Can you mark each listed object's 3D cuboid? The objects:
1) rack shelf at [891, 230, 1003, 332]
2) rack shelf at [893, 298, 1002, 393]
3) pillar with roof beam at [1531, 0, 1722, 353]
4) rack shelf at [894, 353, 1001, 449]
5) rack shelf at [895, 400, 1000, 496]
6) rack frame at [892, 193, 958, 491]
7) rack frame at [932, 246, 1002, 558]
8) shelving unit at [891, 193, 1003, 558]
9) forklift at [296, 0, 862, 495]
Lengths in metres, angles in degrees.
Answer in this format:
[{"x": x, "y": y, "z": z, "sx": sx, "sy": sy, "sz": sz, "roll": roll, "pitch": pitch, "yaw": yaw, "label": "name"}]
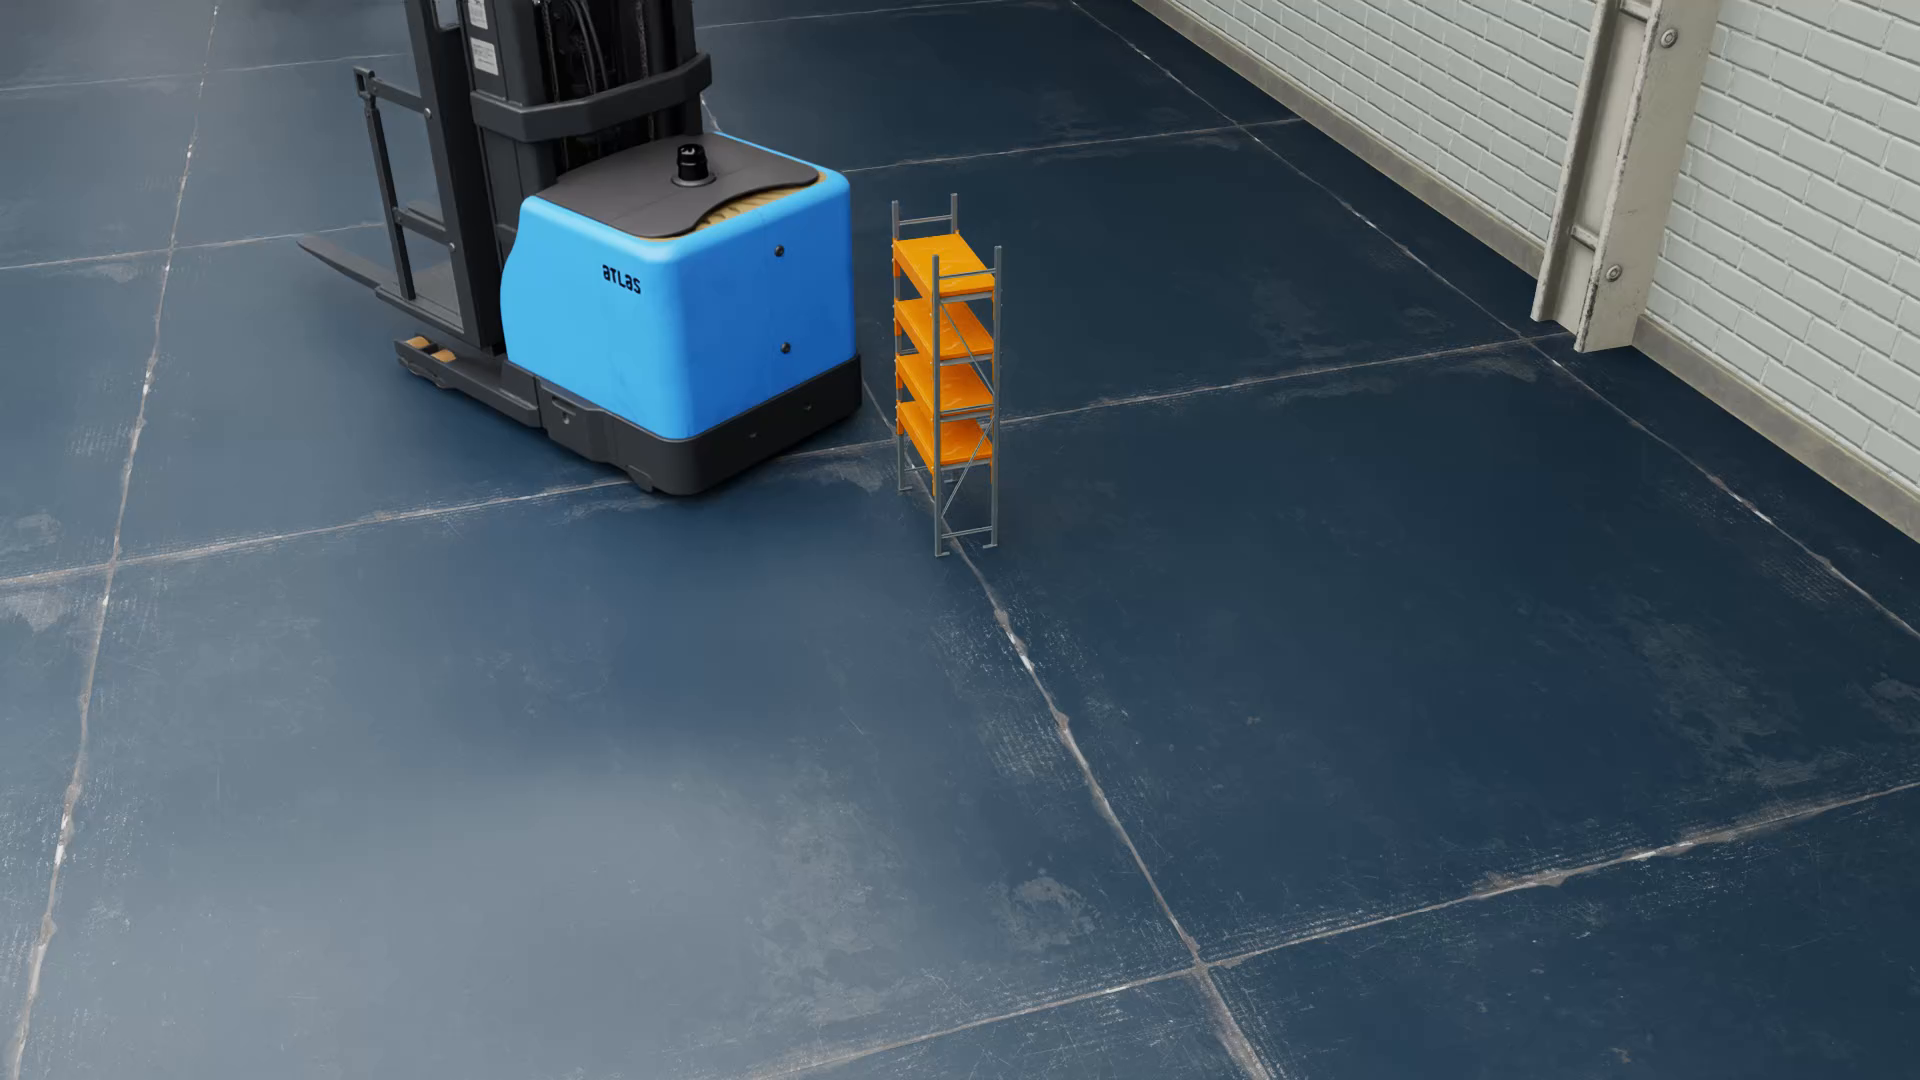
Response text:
[{"x": -0.051, "y": -0.915, "z": 5.834, "sx": 0.258, "sy": 0.148, "sz": 0.480, "roll": -10, "pitch": 35, "yaw": -15, "label": "rack shelf"}, {"x": -0.051, "y": -0.718, "z": 5.964, "sx": 0.258, "sy": 0.148, "sz": 0.480, "roll": -10, "pitch": 35, "yaw": -15, "label": "rack shelf"}, {"x": -1.205, "y": -4.007, "z": 4.152, "sx": 9.100, "sy": 9.000, "sz": 0.400, "roll": -10, "pitch": 35, "yaw": -15, "label": "pillar with roof beam"}, {"x": -0.051, "y": -0.531, "z": 6.088, "sx": 0.258, "sy": 0.148, "sz": 0.480, "roll": -10, "pitch": 35, "yaw": -15, "label": "rack shelf"}, {"x": -0.051, "y": -0.366, "z": 6.197, "sx": 0.258, "sy": 0.148, "sz": 0.480, "roll": -10, "pitch": 35, "yaw": -15, "label": "rack shelf"}, {"x": -0.125, "y": -0.716, "z": 6.245, "sx": 0.240, "sy": 1.200, "sz": 0.015, "roll": -10, "pitch": 35, "yaw": -15, "label": "rack frame"}, {"x": 0.024, "y": -0.459, "z": 5.857, "sx": 0.240, "sy": 1.200, "sz": 0.015, "roll": -10, "pitch": 35, "yaw": -15, "label": "rack frame"}, {"x": -0.051, "y": -0.587, "z": 6.051, "sx": 0.258, "sy": 1.200, "sz": 0.503, "roll": -10, "pitch": 35, "yaw": -15, "label": "shelving unit"}, {"x": -1.852, "y": -2.076, "z": 6.733, "sx": 3.031, "sy": 2.935, "sz": 1.130, "roll": 26, "pitch": 41, "yaw": 33, "label": "forklift"}]
